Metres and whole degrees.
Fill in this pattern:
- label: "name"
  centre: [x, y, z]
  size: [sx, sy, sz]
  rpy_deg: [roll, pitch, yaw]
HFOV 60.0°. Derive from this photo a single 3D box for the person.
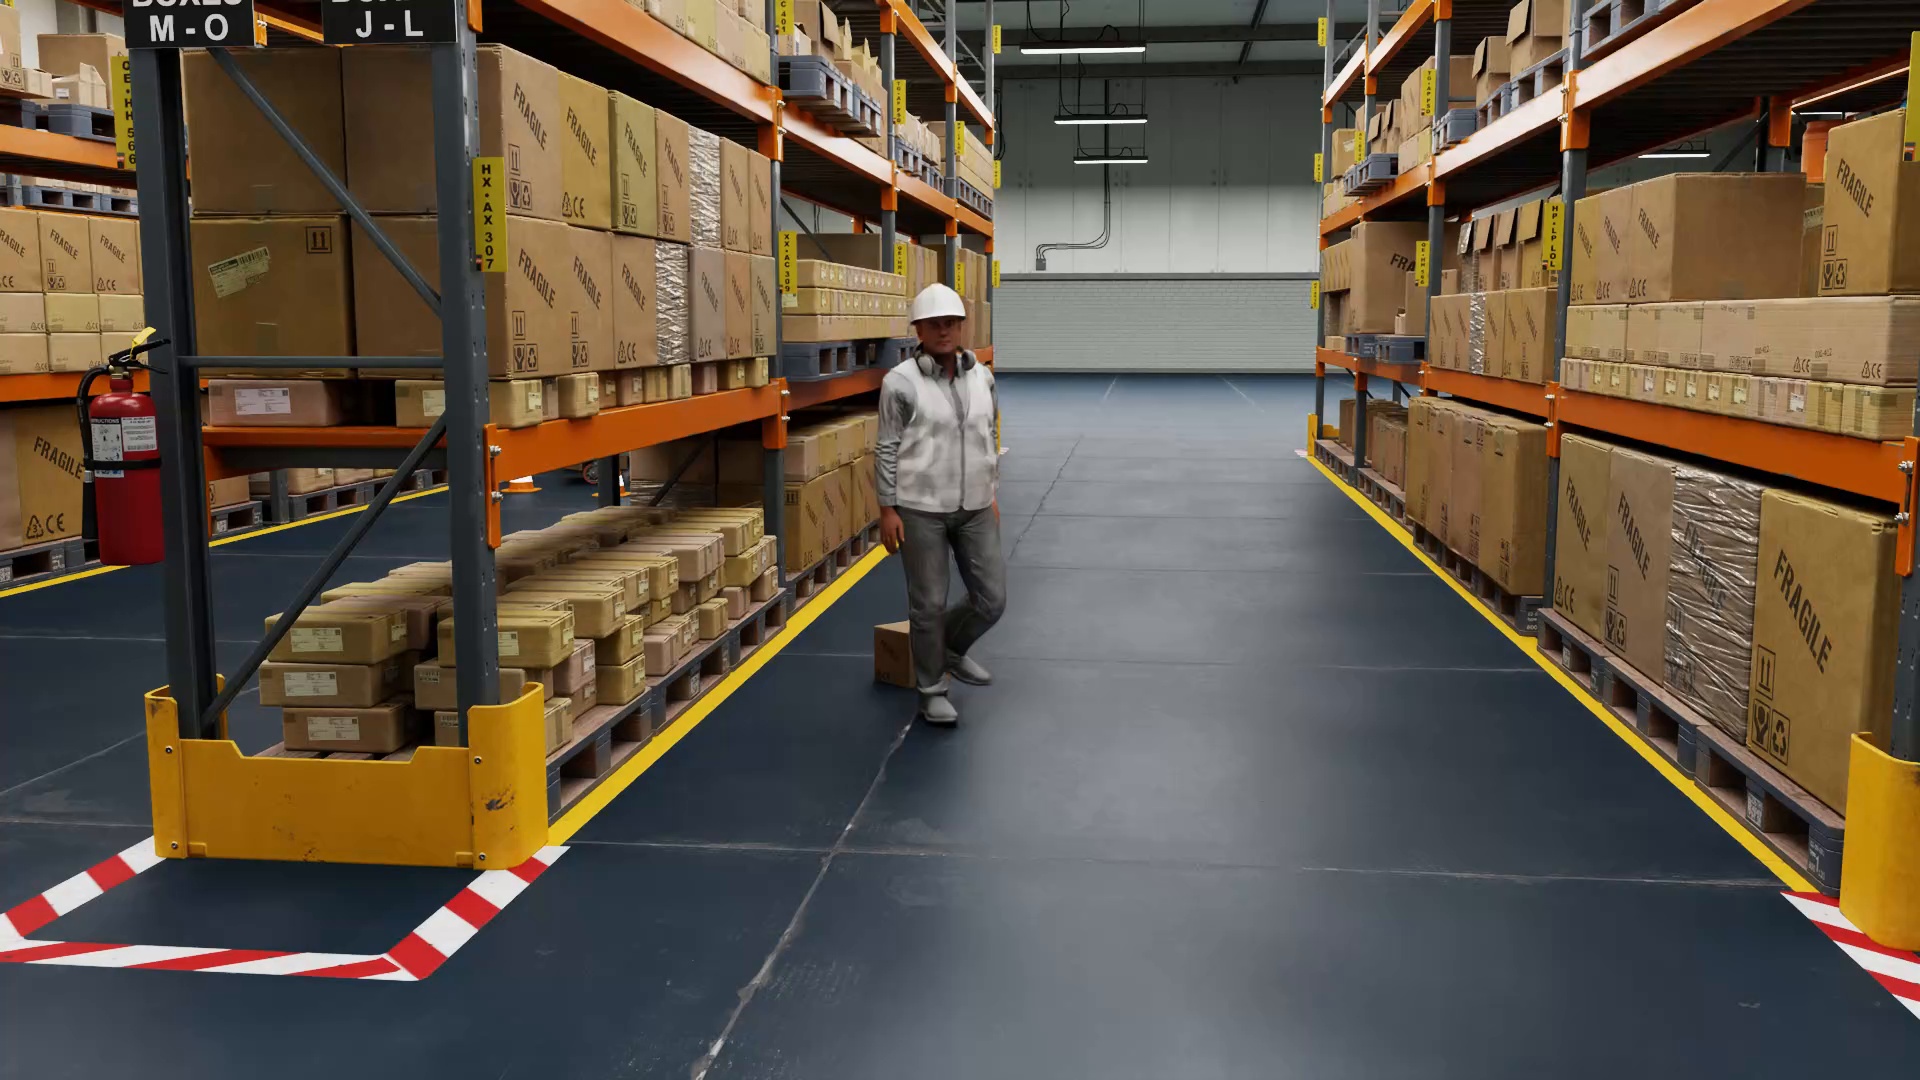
- label: "person"
  centre: [-0.086, -0.146, 6.767]
  size: [0.589, 1.769, 0.554]
  rpy_deg: [-4, 8, -27]
